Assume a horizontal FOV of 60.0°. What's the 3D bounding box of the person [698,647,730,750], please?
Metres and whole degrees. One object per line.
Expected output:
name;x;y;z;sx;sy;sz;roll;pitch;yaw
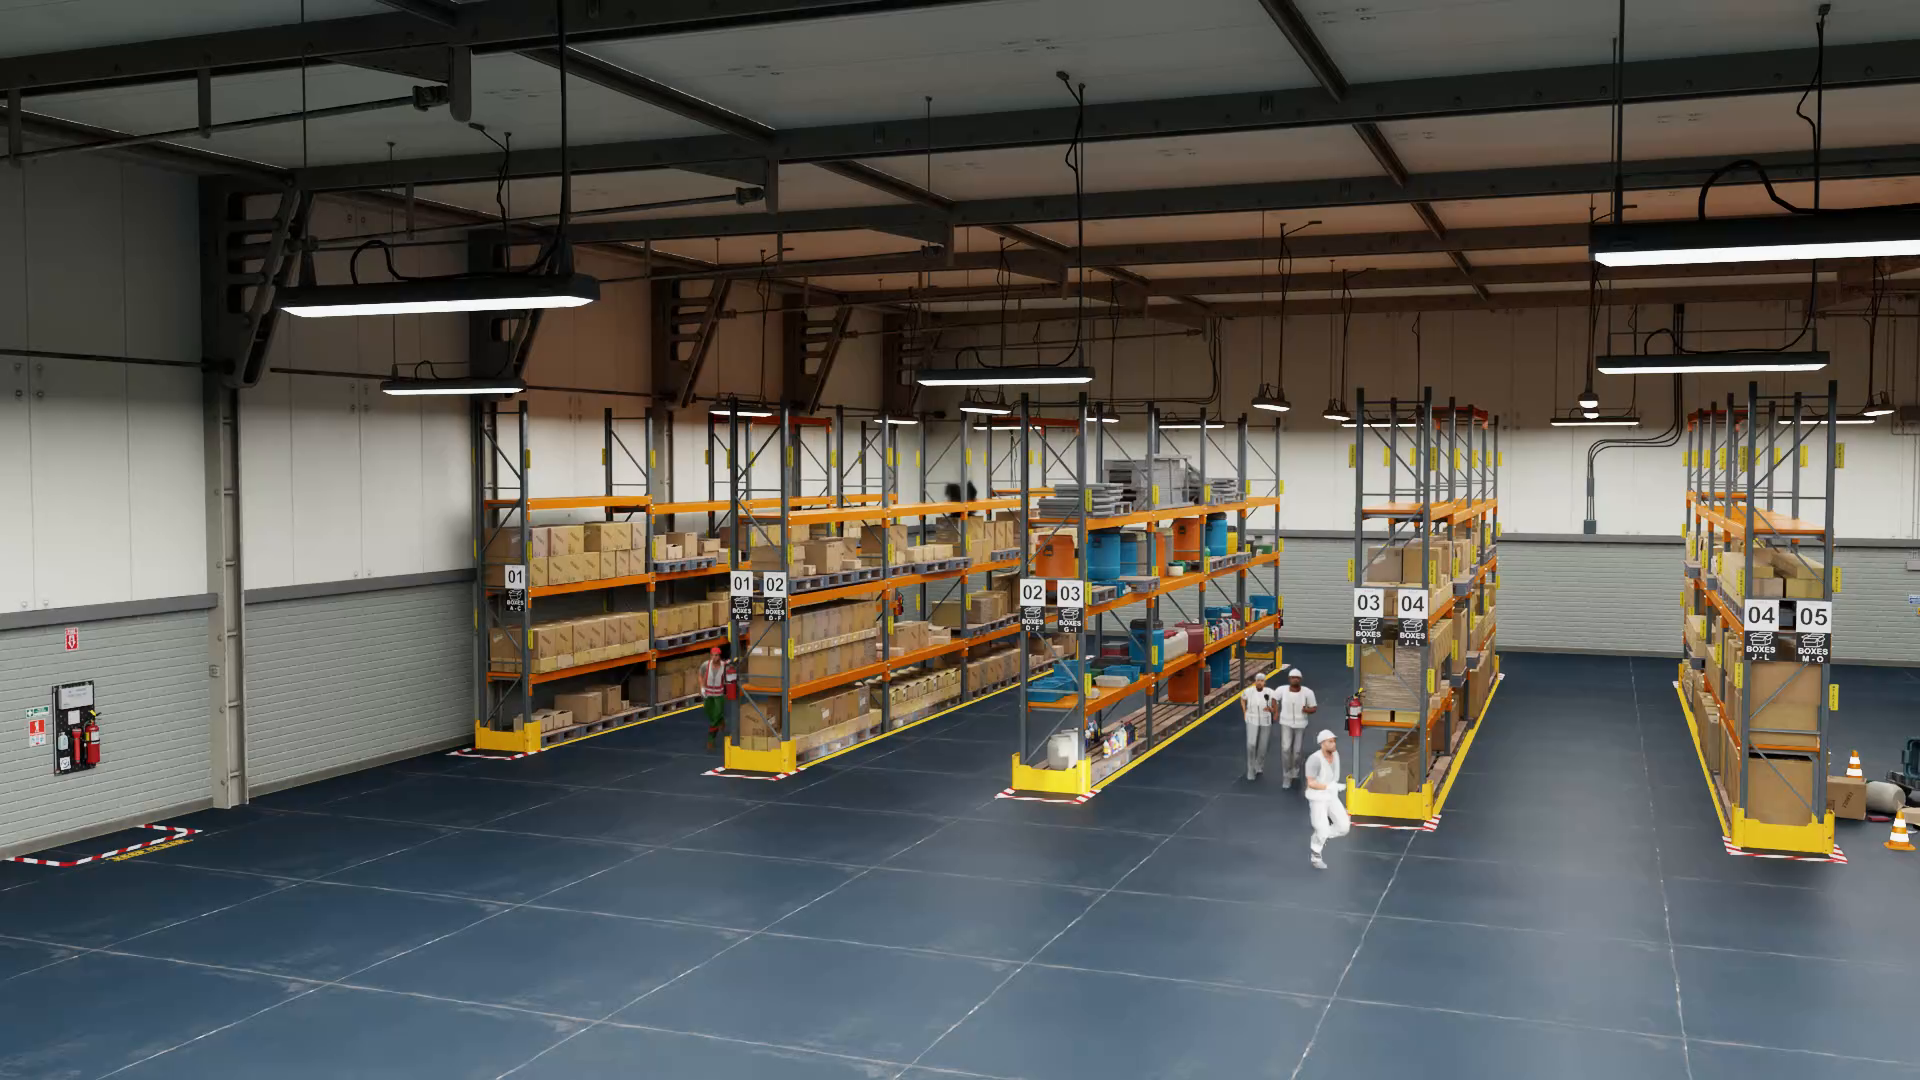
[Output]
person;-4.246;2.727;29.114;0.659;1.766;0.986;0;3;7

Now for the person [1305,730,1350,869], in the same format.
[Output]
person;4.462;3.149;20.103;0.707;1.728;0.657;-2;3;-34

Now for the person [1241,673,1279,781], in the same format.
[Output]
person;4.704;2.920;26.092;0.585;1.698;0.753;0;3;7

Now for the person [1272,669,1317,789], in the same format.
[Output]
person;5.128;2.883;25.519;0.674;1.832;0.785;0;3;9
